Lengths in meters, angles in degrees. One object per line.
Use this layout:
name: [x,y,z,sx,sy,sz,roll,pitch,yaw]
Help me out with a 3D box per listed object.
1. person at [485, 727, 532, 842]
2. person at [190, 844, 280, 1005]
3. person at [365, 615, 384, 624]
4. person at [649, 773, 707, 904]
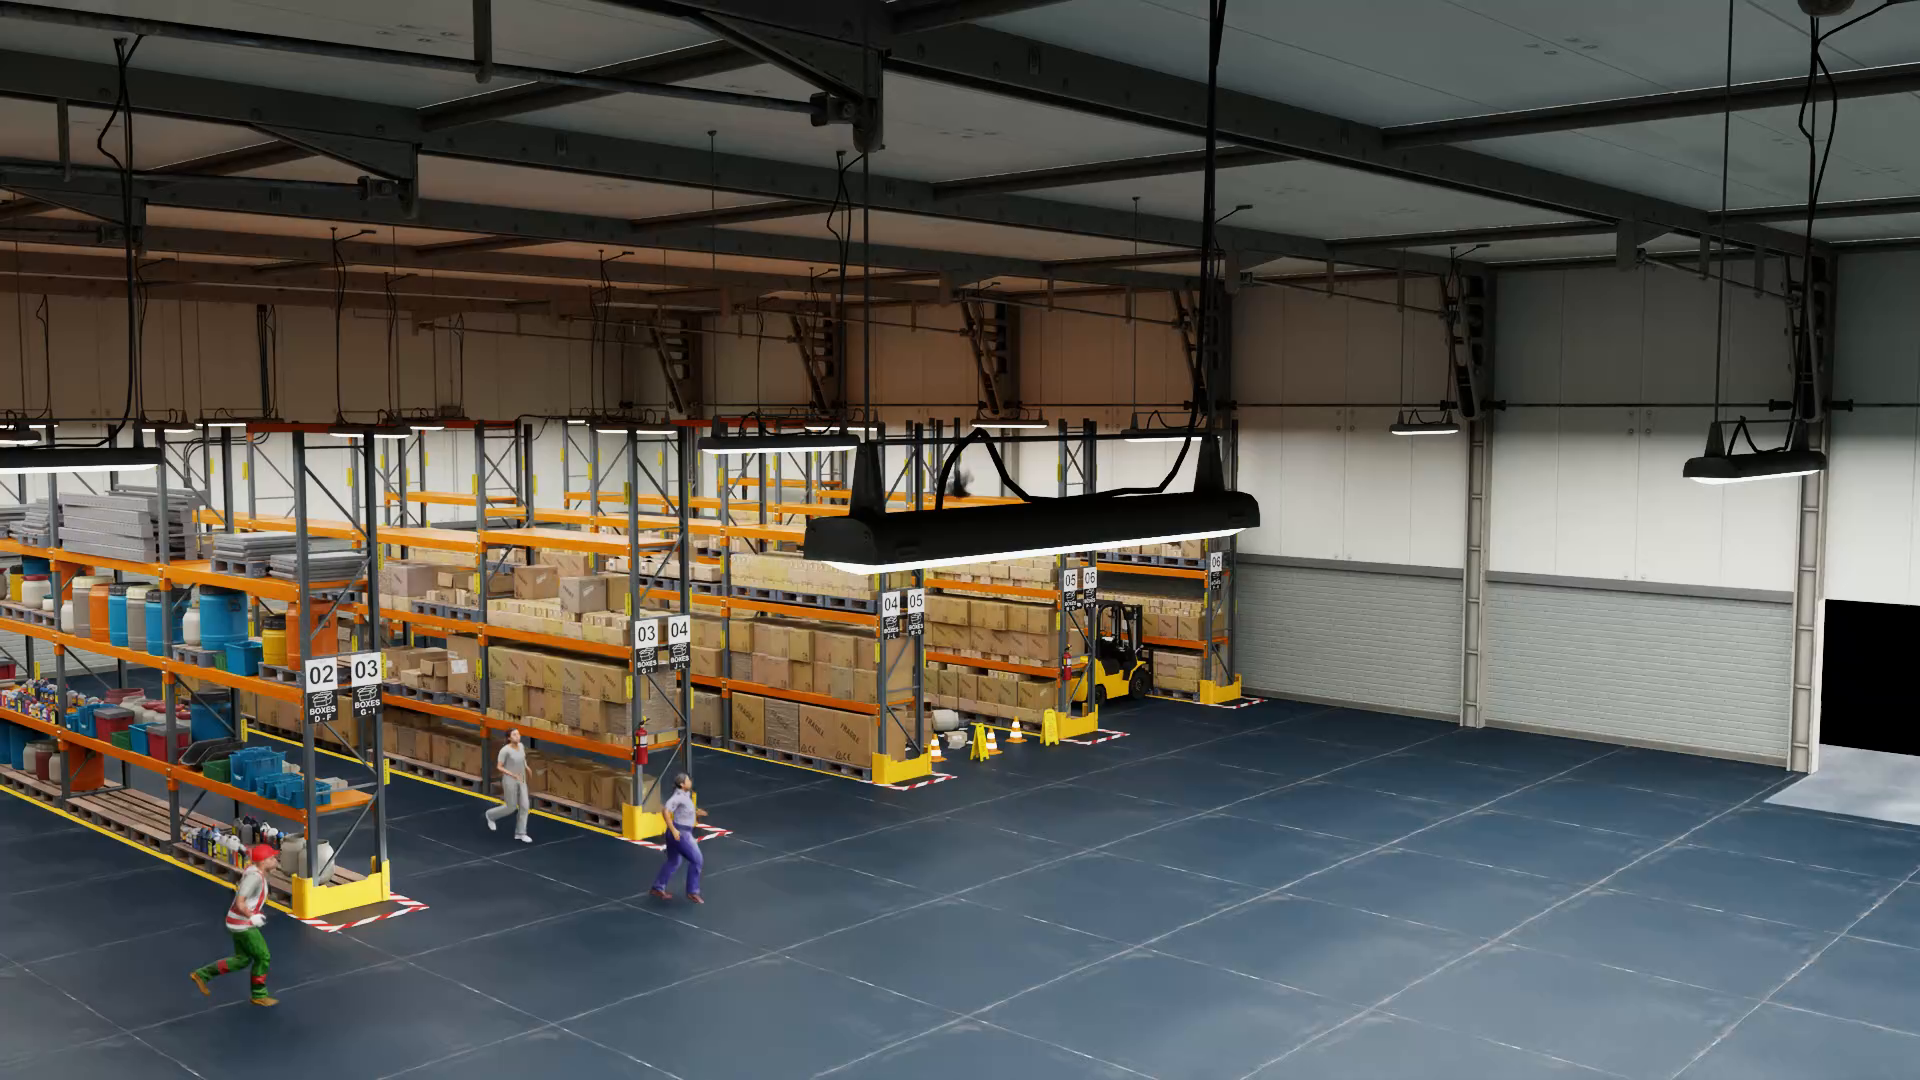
person: [-6.535,3.540,24.252,0.808,1.661,0.575,3,6,33]
person: [-7.552,4.073,17.370,0.875,1.762,0.653,-2,5,-19]
person: [-13.837,2.252,39.129,0.633,1.784,0.627,2,5,21]
person: [-3.564,3.802,21.123,0.736,1.709,0.594,-2,5,-19]
